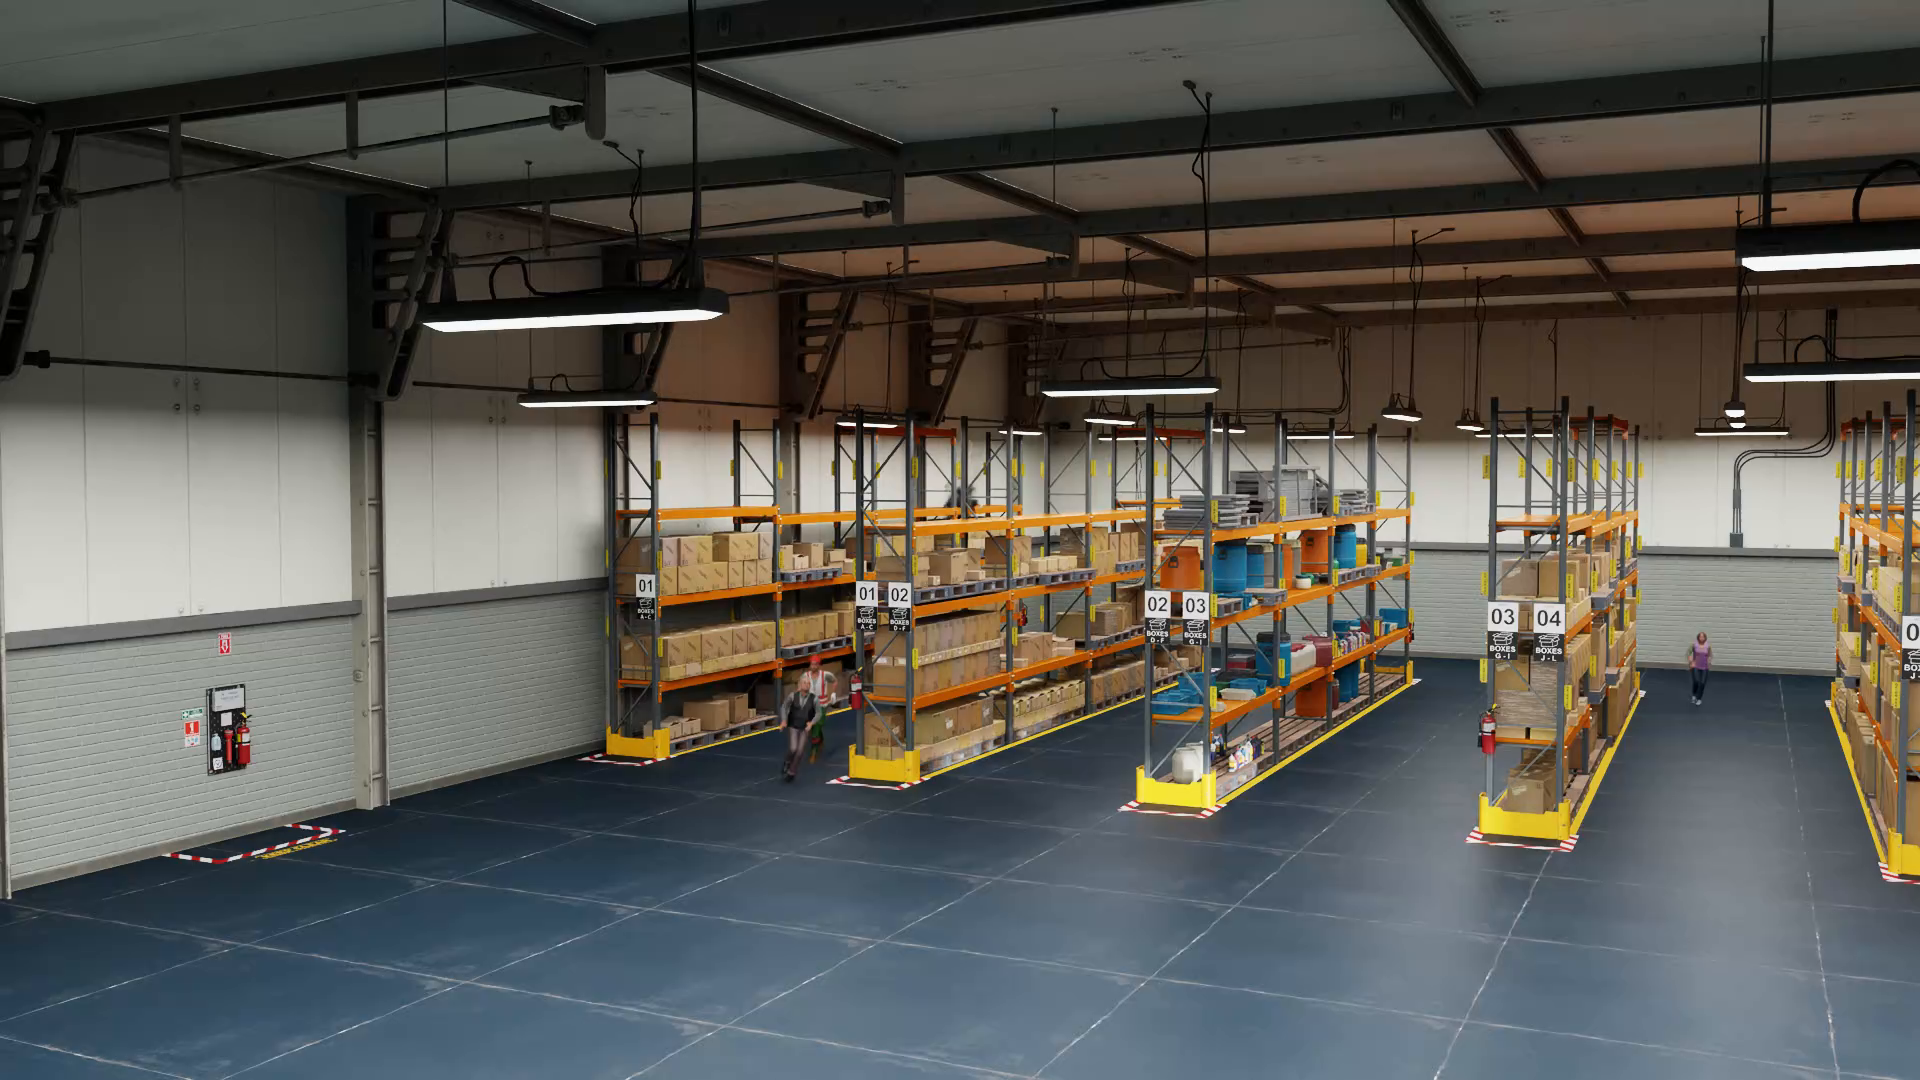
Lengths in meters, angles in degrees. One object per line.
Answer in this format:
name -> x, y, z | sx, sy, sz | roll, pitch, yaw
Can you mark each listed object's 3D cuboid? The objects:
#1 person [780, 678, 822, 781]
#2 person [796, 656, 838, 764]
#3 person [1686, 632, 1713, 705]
person -> -2.551, 3.050, 26.764 | 0.678, 1.652, 0.548 | 0, 2, -7
person -> -2.486, 2.912, 28.791 | 0.687, 1.830, 0.952 | 0, 2, 6
person -> 15.676, 2.725, 35.223 | 0.513, 1.559, 0.601 | 1, 2, 16
